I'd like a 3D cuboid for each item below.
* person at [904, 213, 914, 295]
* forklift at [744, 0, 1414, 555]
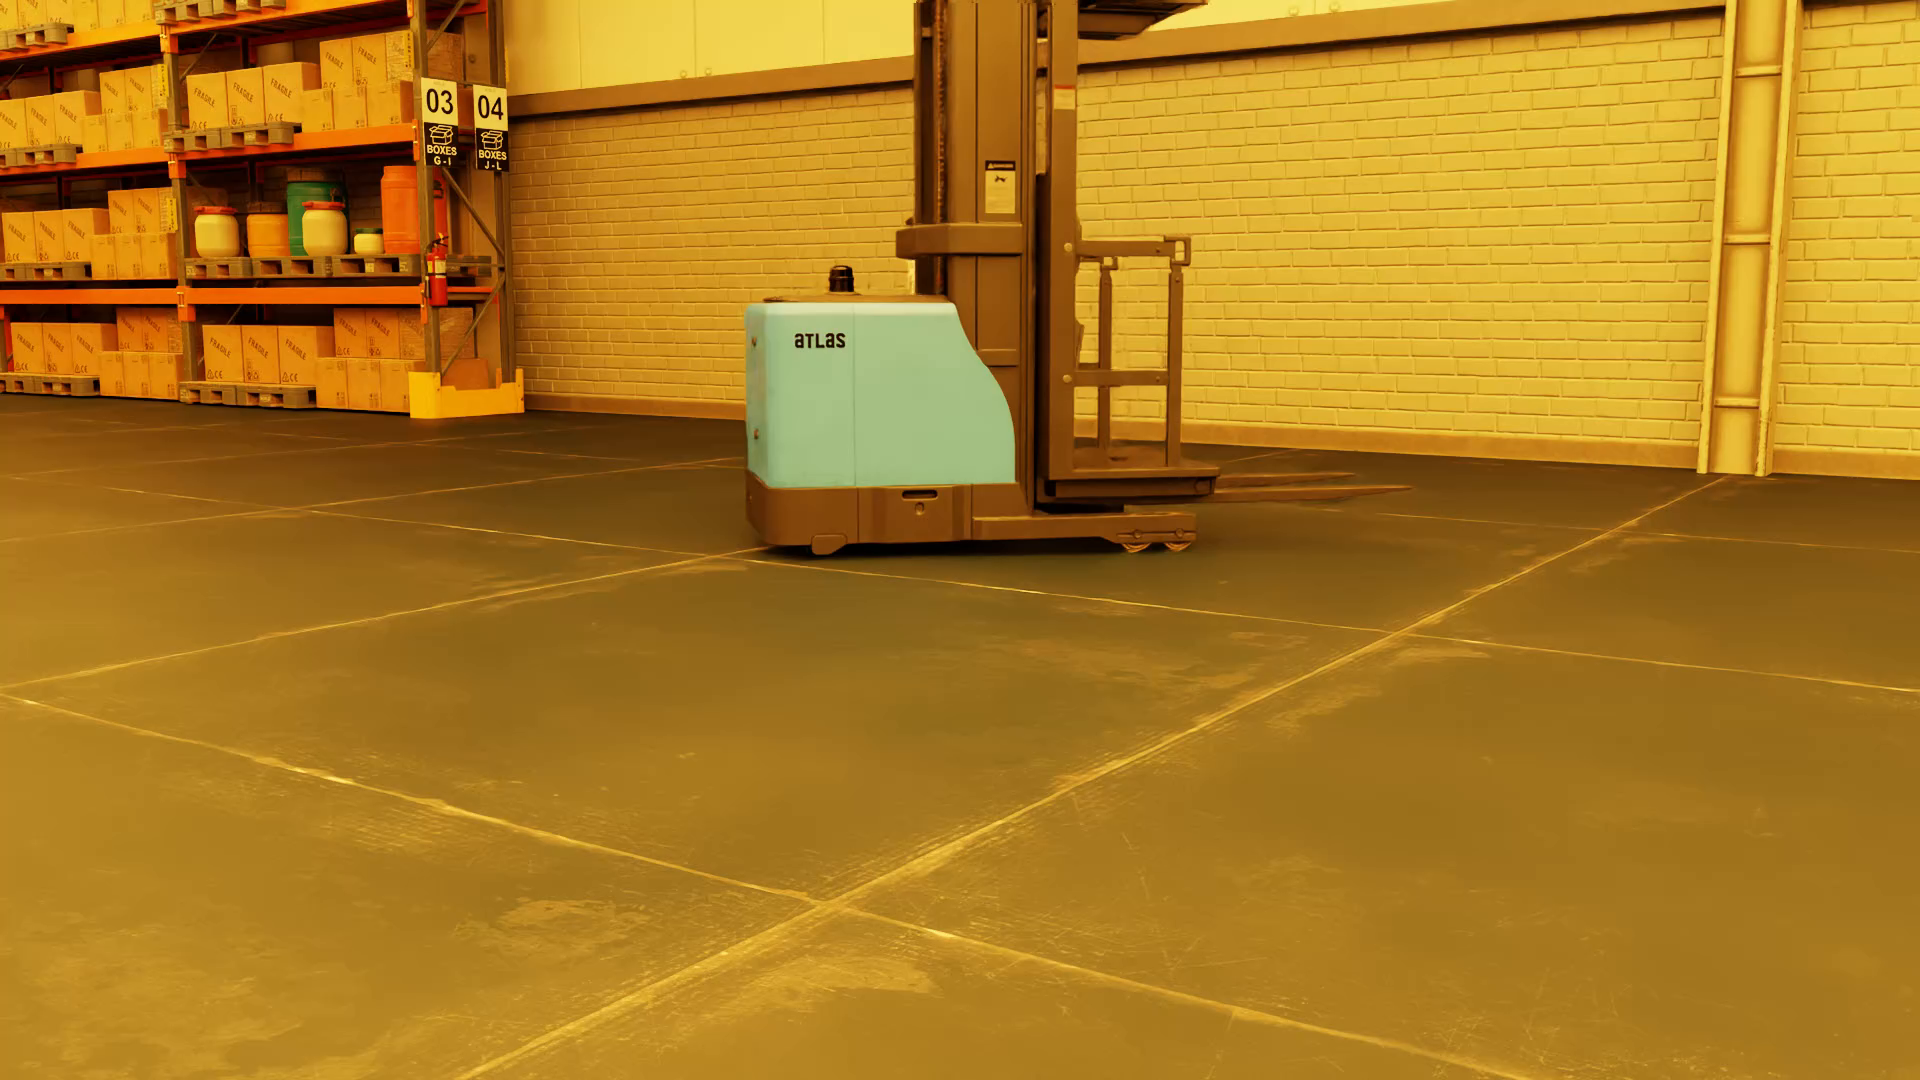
[{"bbox_3d":[-0.093,-1.285,10.619,0.509,1.697,0.601,-2,8,-12],"label":"person"},{"bbox_3d":[0.563,-1.472,7.547,3.031,2.935,1.130,-2,8,-13],"label":"forklift"}]
